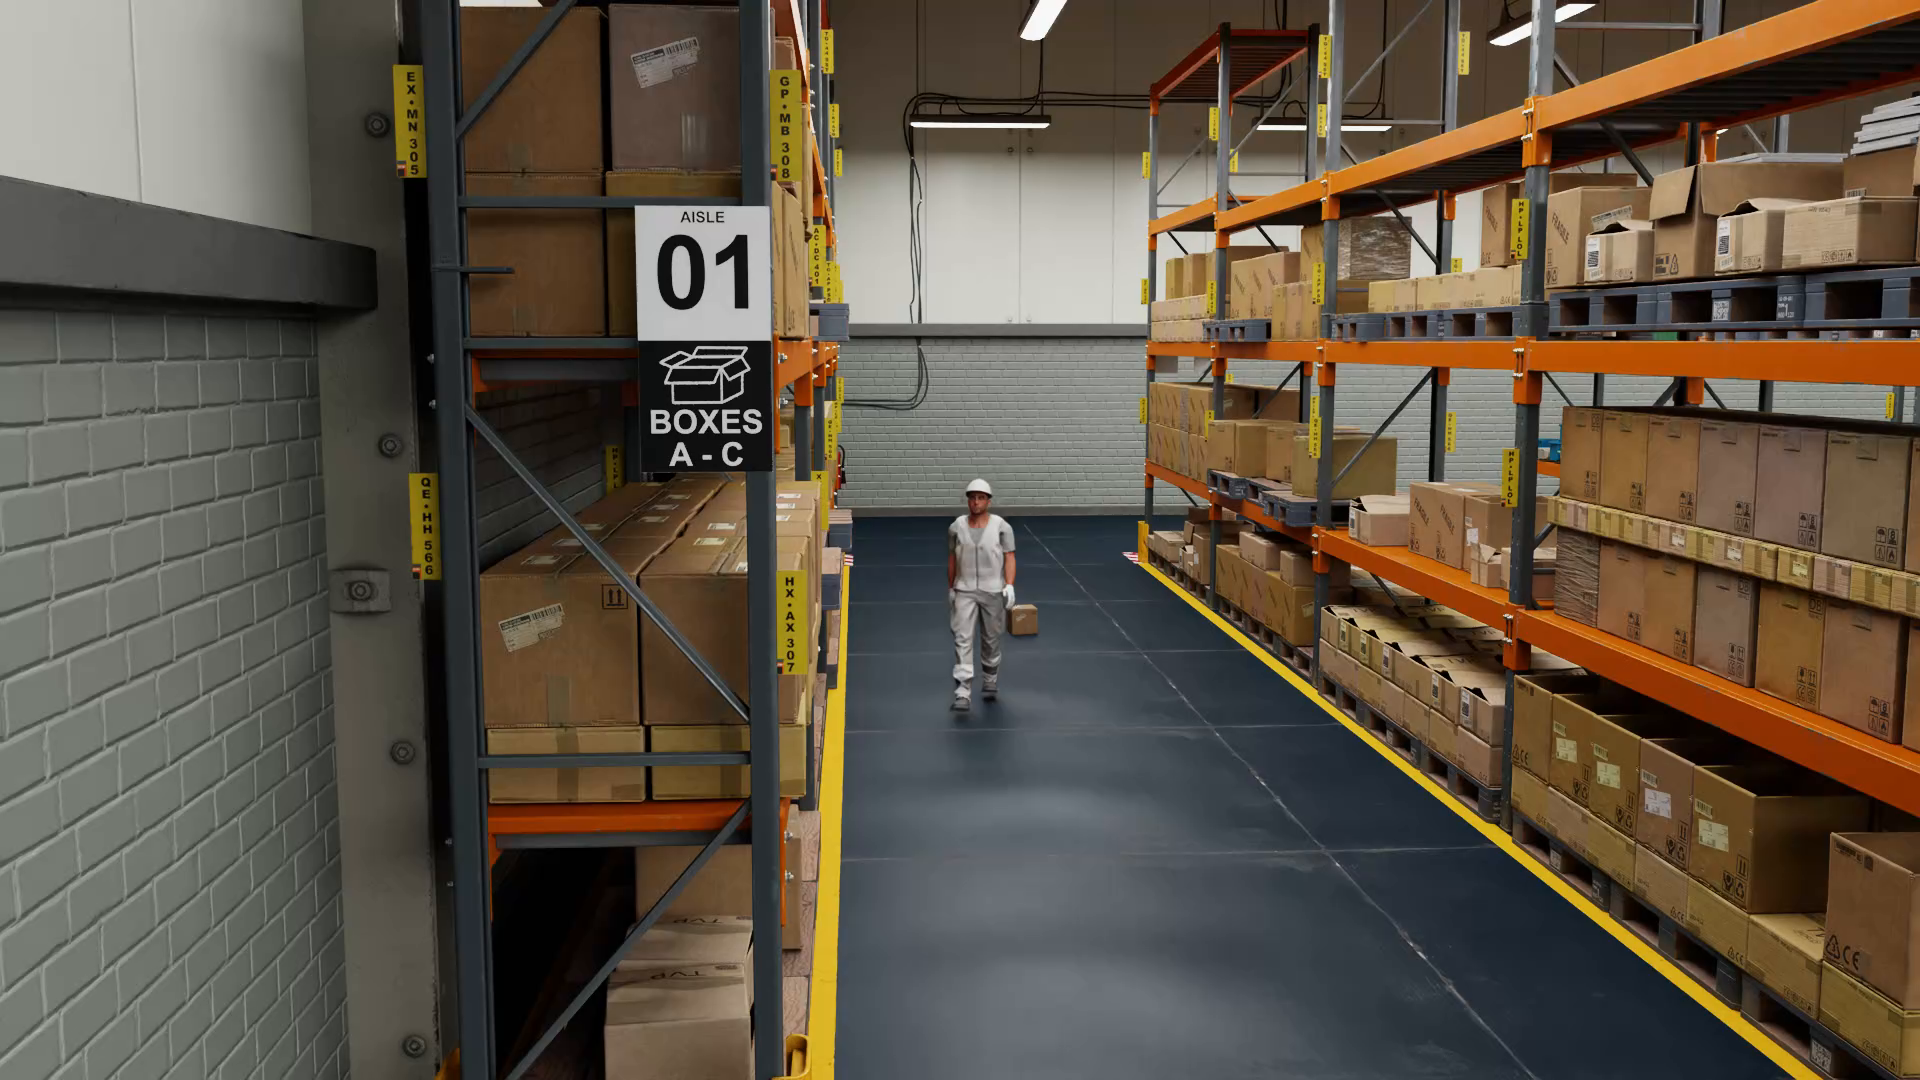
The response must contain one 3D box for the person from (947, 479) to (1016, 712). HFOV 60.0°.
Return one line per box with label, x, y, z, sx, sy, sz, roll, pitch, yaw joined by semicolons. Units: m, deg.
person;0.157;0.410;12.697;0.548;1.743;1.028;1;7;5
